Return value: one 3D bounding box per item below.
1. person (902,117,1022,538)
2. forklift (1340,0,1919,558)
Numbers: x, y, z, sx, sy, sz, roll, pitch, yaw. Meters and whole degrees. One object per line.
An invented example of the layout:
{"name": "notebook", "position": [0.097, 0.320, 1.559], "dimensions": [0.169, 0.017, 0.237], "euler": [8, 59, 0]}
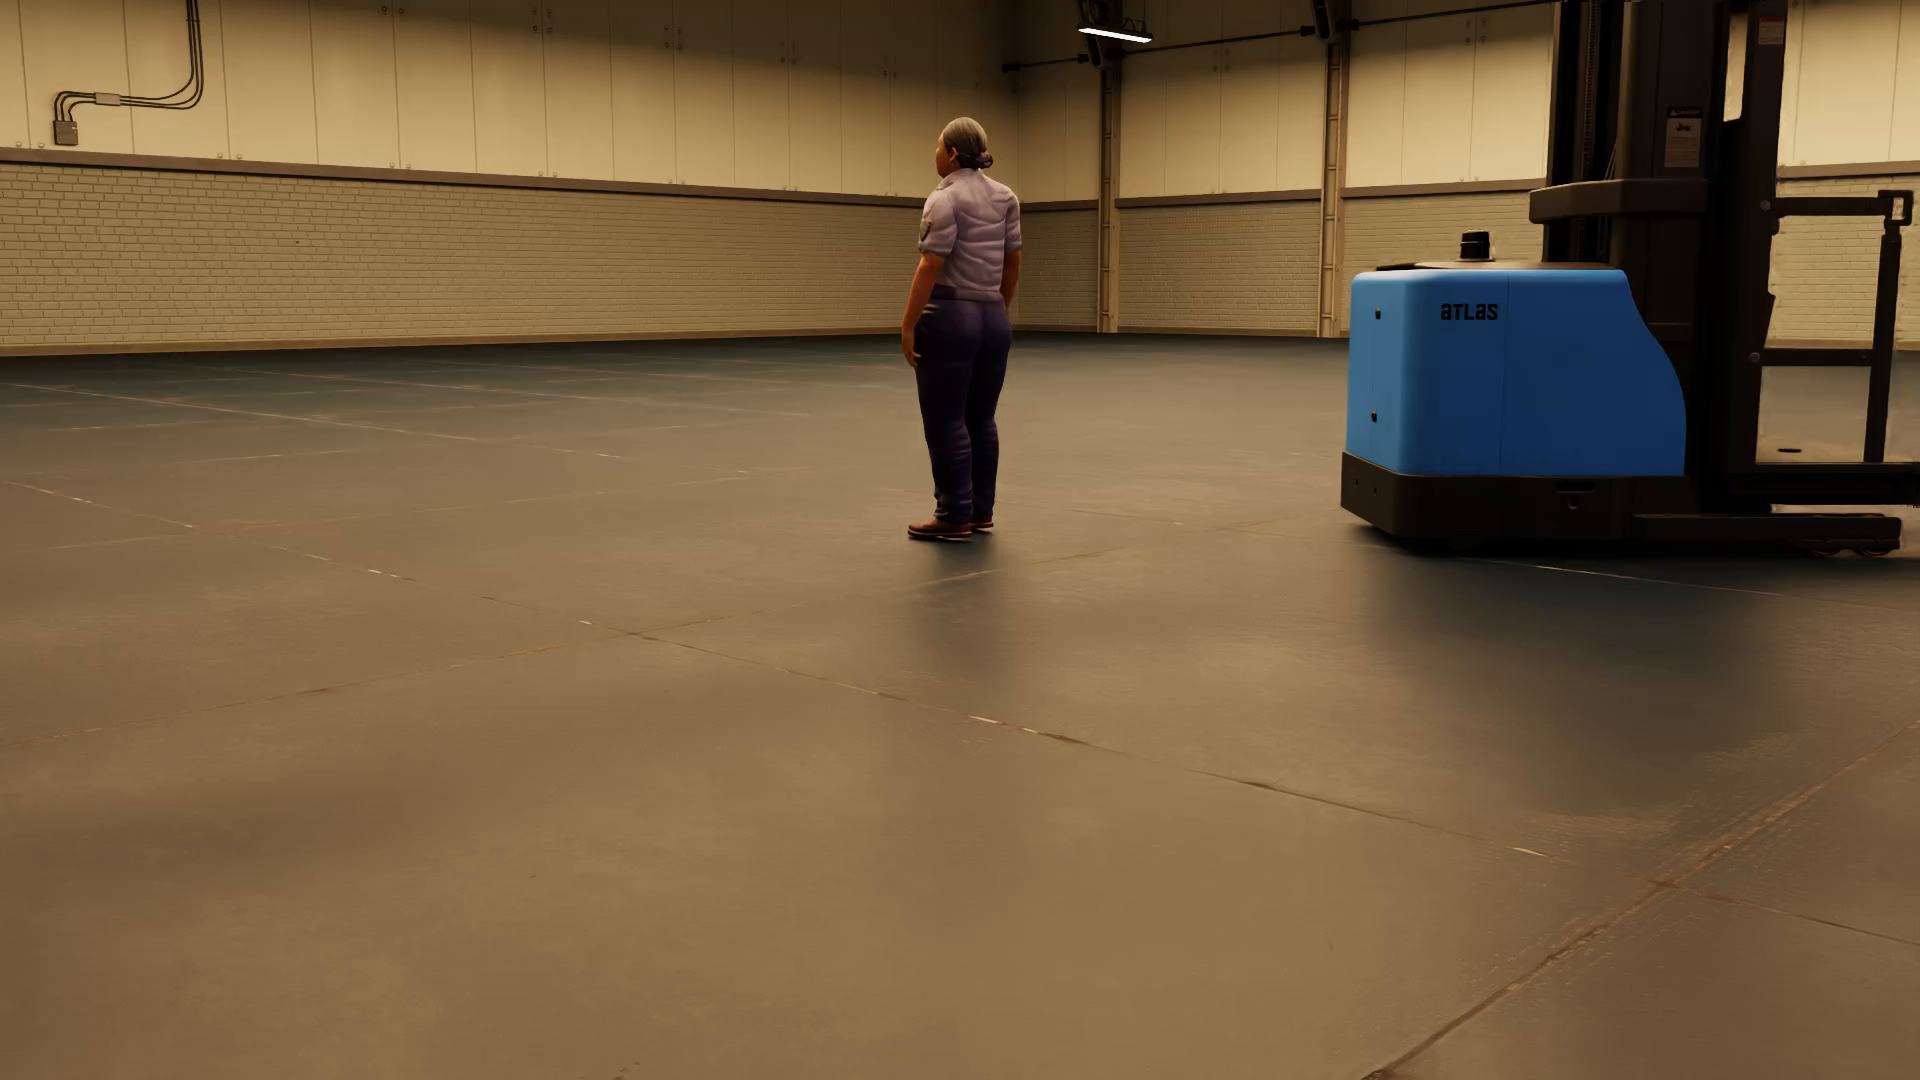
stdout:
{"name": "person", "position": [-0.049, -0.834, 6.671], "dimensions": [0.503, 1.650, 0.599], "euler": [8, 12, 43]}
{"name": "forklift", "position": [3.163, -1.459, 6.566], "dimensions": [3.031, 2.935, 1.130], "euler": [0, 9, 0]}
